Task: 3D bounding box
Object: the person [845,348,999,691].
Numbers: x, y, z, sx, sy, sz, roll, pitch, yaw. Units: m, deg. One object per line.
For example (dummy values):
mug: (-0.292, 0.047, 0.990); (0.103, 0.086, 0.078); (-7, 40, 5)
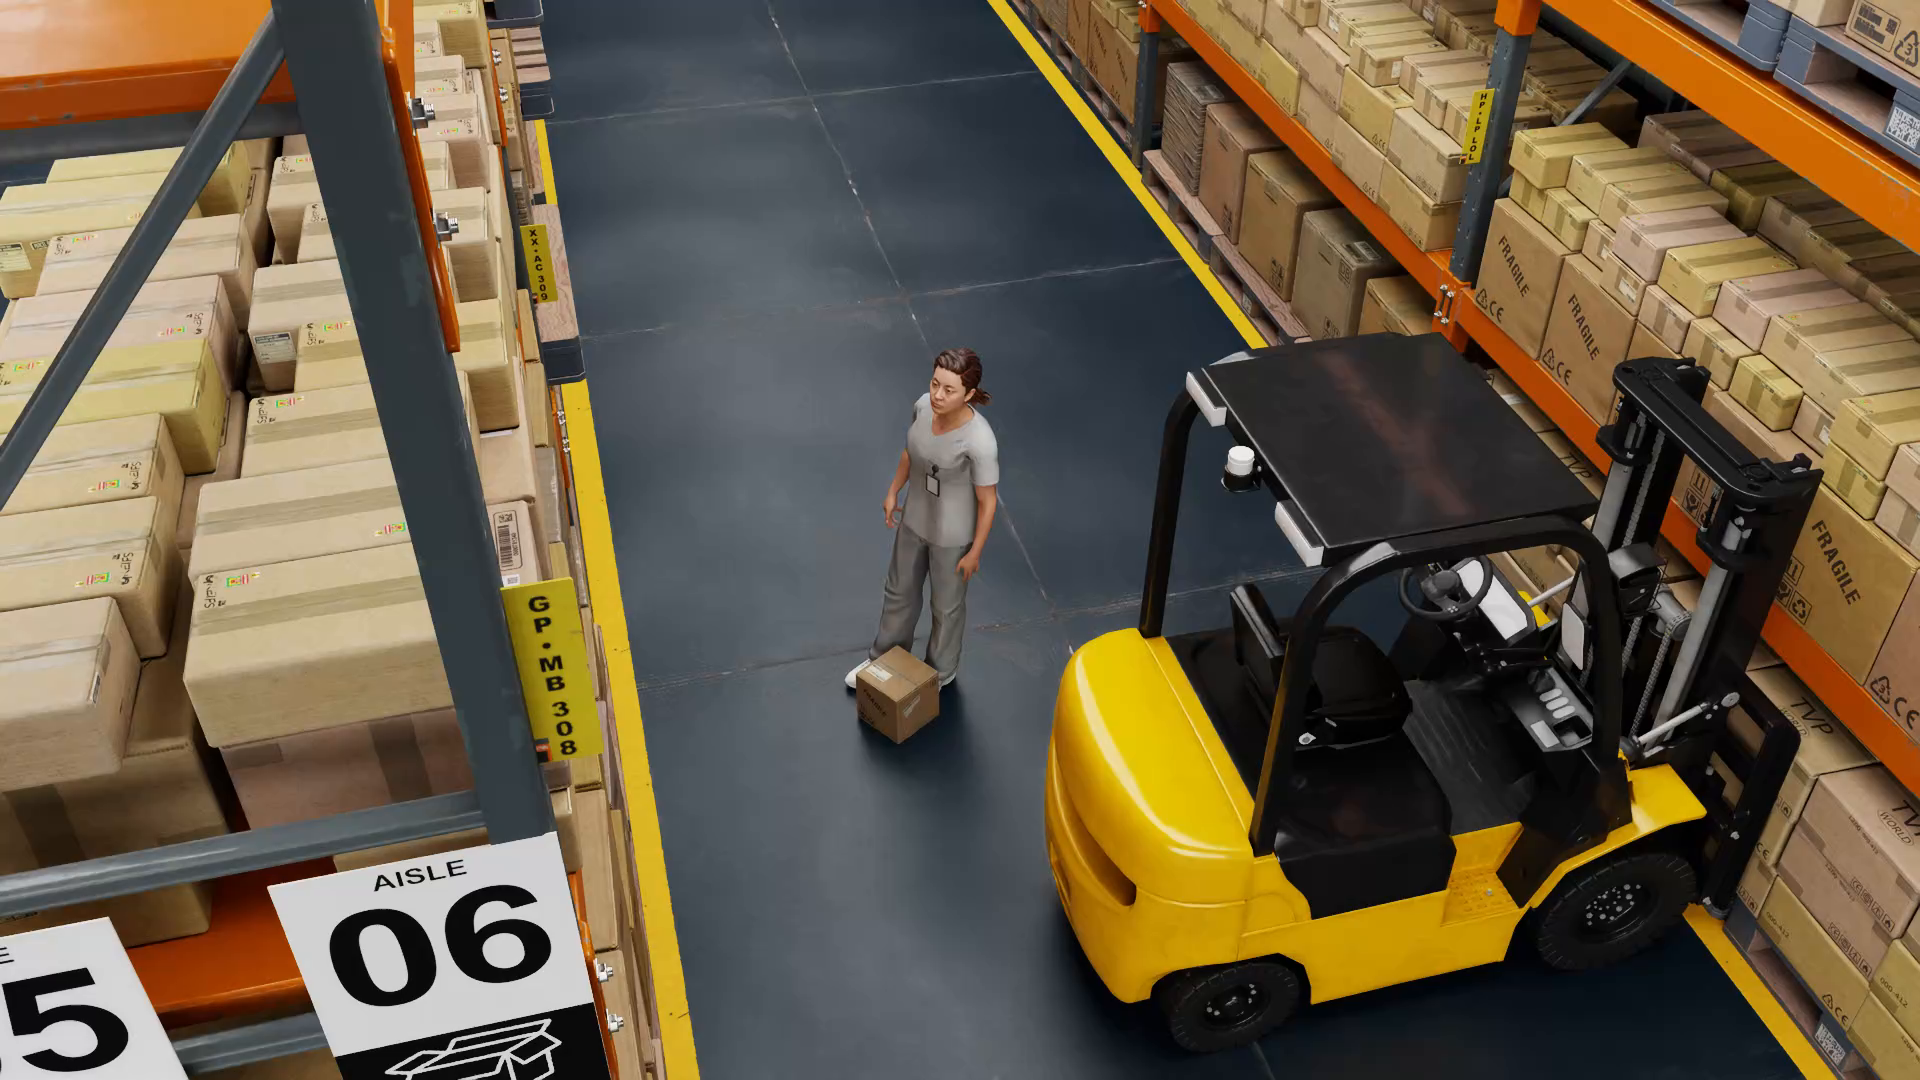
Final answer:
person: (-0.135, -0.023, 6.729); (0.548, 1.673, 0.550); (-31, 48, -33)
